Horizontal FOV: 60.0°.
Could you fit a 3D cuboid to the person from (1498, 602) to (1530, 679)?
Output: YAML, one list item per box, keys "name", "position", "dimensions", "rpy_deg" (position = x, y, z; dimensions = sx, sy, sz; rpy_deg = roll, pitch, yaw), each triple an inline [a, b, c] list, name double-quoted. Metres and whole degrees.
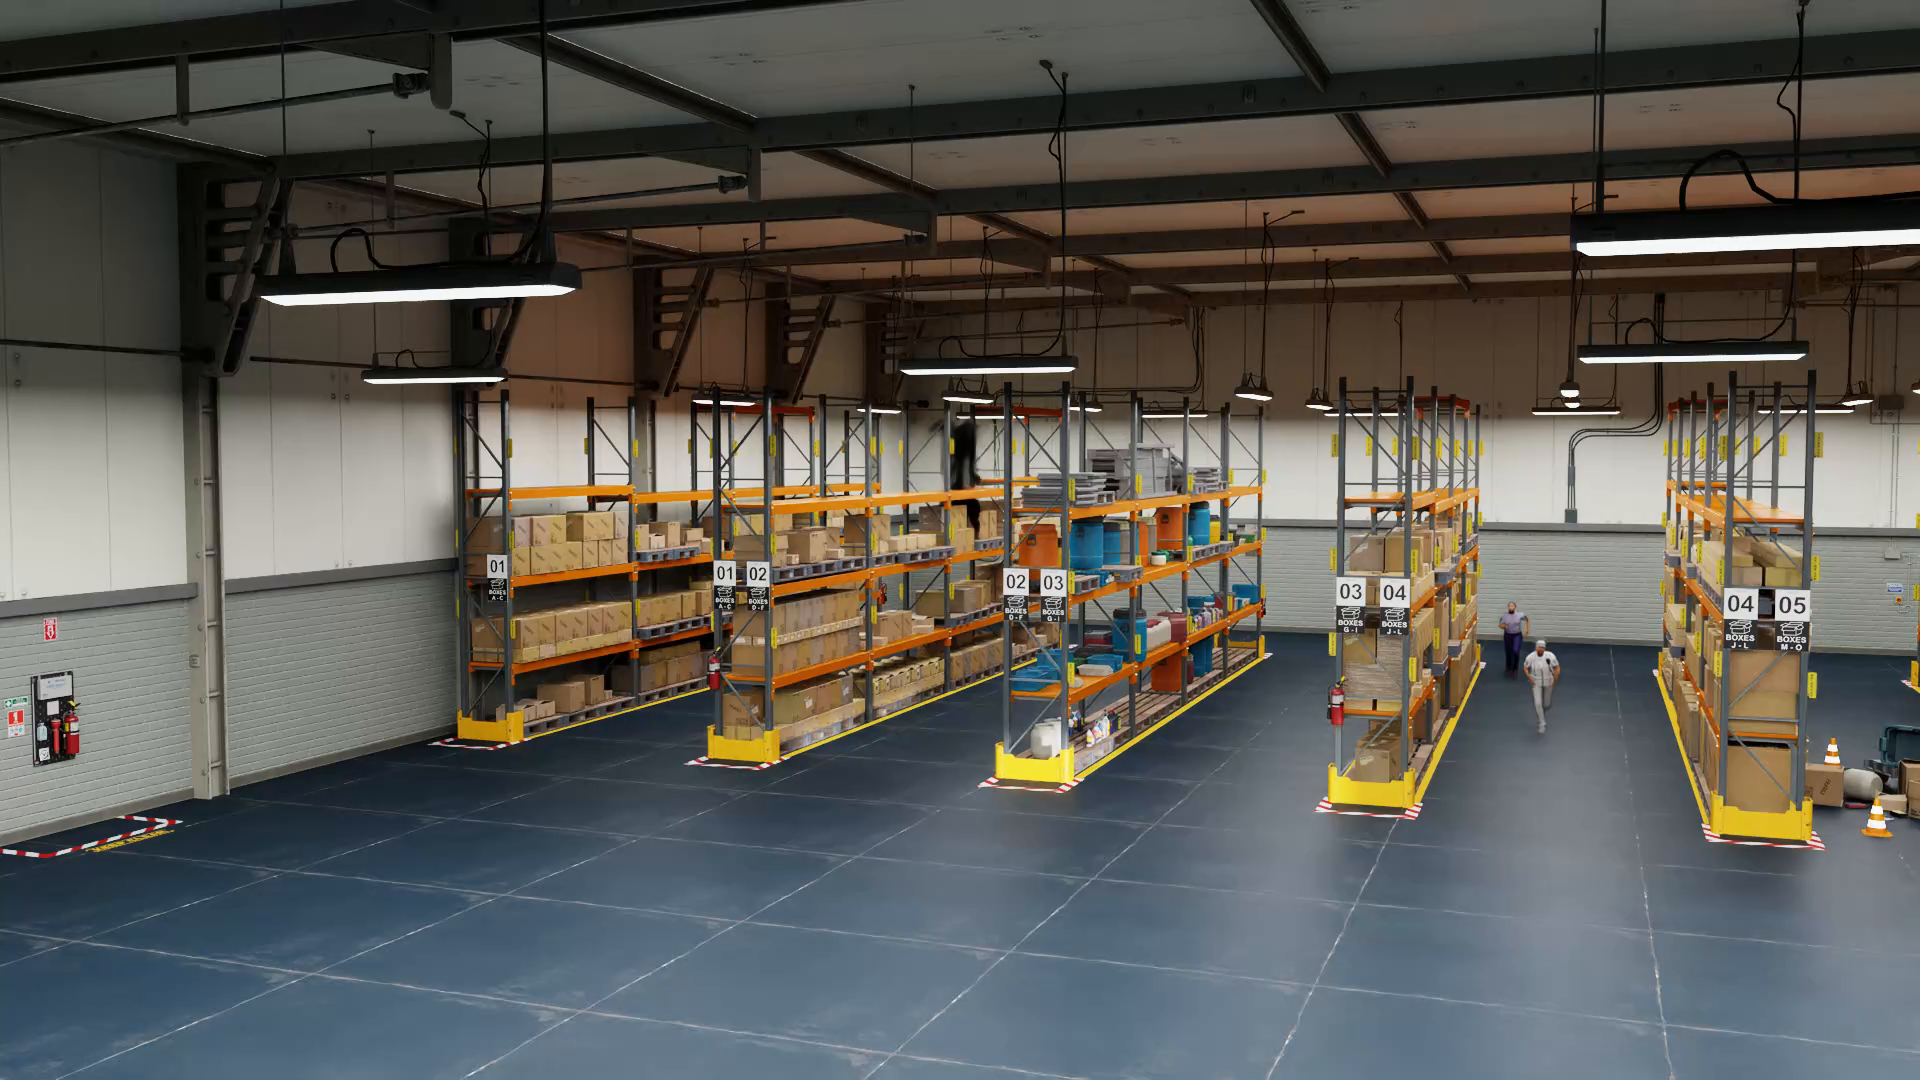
- name: "person"
  position: [12.130, 2.185, 36.439]
  dimensions: [0.612, 1.686, 0.868]
  rpy_deg: [2, 4, 29]

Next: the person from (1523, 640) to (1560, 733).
- name: "person"
  position: [10.352, 2.589, 29.631]
  dimensions: [0.618, 1.653, 0.770]
  rpy_deg: [1, 3, 14]
